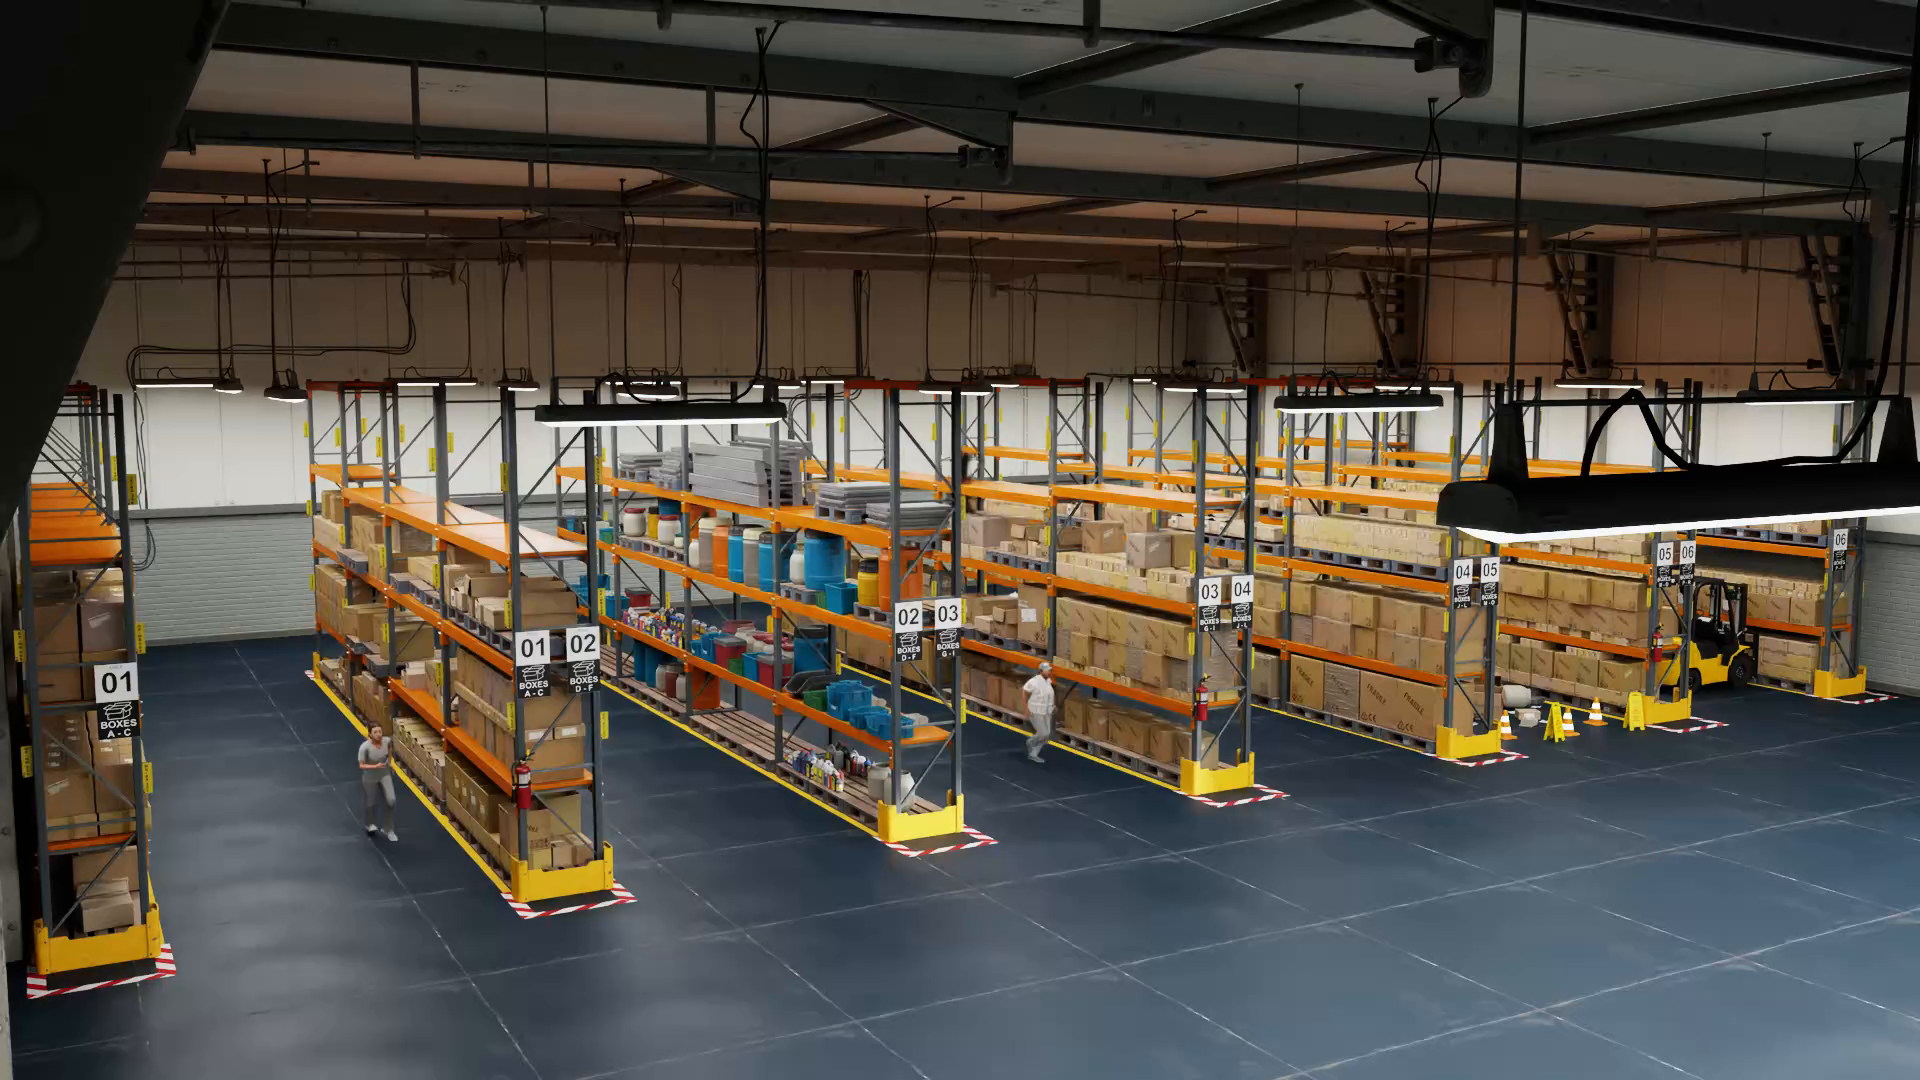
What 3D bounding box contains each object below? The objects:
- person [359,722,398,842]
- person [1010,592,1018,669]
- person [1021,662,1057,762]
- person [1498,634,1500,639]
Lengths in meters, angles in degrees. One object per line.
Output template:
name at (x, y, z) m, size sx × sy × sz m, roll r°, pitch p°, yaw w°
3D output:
person at (-7.736, 3.176, 22.042) m, size 0.490 × 1.614 × 0.929 m, roll -4°, pitch 7°, yaw -32°
person at (1.097, 1.937, 33.113) m, size 0.515 × 1.797 × 0.720 m, roll -4°, pitch 7°, yaw -35°
person at (1.257, 2.736, 26.353) m, size 0.677 × 1.625 × 0.514 m, roll -5°, pitch 8°, yaw -40°
person at (11.655, 1.885, 37.135) m, size 0.373 × 0.987 × 0.866 m, roll -5°, pitch 8°, yaw -39°
